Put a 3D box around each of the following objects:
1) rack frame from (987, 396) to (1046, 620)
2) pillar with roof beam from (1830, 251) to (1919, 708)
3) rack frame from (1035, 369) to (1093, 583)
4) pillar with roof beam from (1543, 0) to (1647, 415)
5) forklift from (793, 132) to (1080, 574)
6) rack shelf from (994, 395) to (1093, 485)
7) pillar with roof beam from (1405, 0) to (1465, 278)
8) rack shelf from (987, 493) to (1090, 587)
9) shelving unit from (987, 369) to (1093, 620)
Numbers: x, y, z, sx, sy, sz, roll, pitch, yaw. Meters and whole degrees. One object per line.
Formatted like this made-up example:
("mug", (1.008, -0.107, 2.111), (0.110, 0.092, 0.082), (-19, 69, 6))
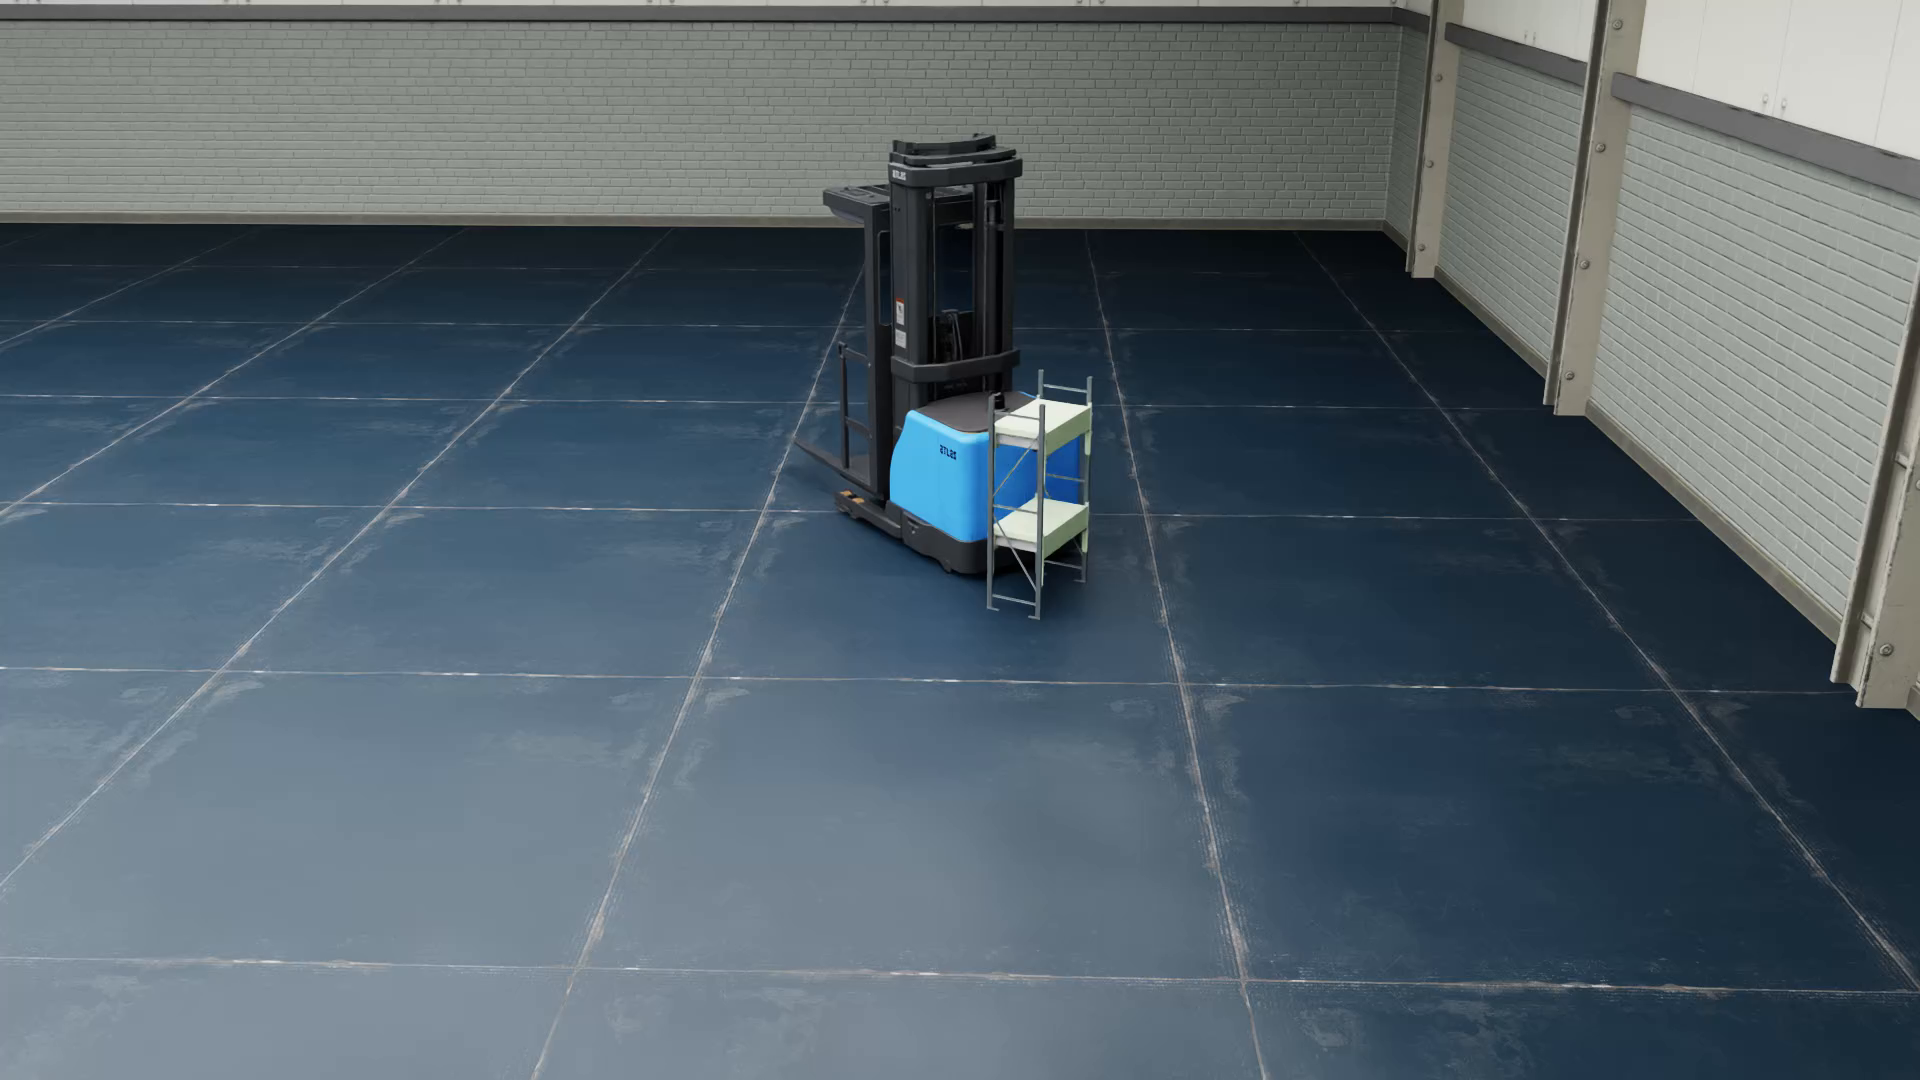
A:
("rack frame", (0.365, -0.199, 10.969), (0.400, 1.500, 0.023), (11, 24, 27))
("pillar with roof beam", (1.236, -3.310, 8.619), (9.100, 9.000, 0.400), (1, 21, 2))
("rack frame", (0.718, -0.431, 11.567), (0.400, 1.500, 0.023), (11, 24, 27))
("pillar with roof beam", (1.419, -5.479, 14.210), (9.100, 9.000, 0.400), (1, 21, 2))
("forklift", (-0.332, -1.611, 12.628), (1.130, 2.935, 3.031), (-13, 25, -30))
("rack shelf", (0.542, -0.679, 11.127), (0.431, 0.370, 0.720), (11, 24, 27))
("pillar with roof beam", (1.601, -7.648, 19.801), (9.100, 9.000, 0.400), (1, 21, 2))
("rack shelf", (0.541, -0.011, 11.386), (0.431, 0.370, 0.720), (11, 24, 27))
("shelving unit", (0.542, -0.315, 11.268), (0.431, 1.500, 0.755), (11, 24, 27))
